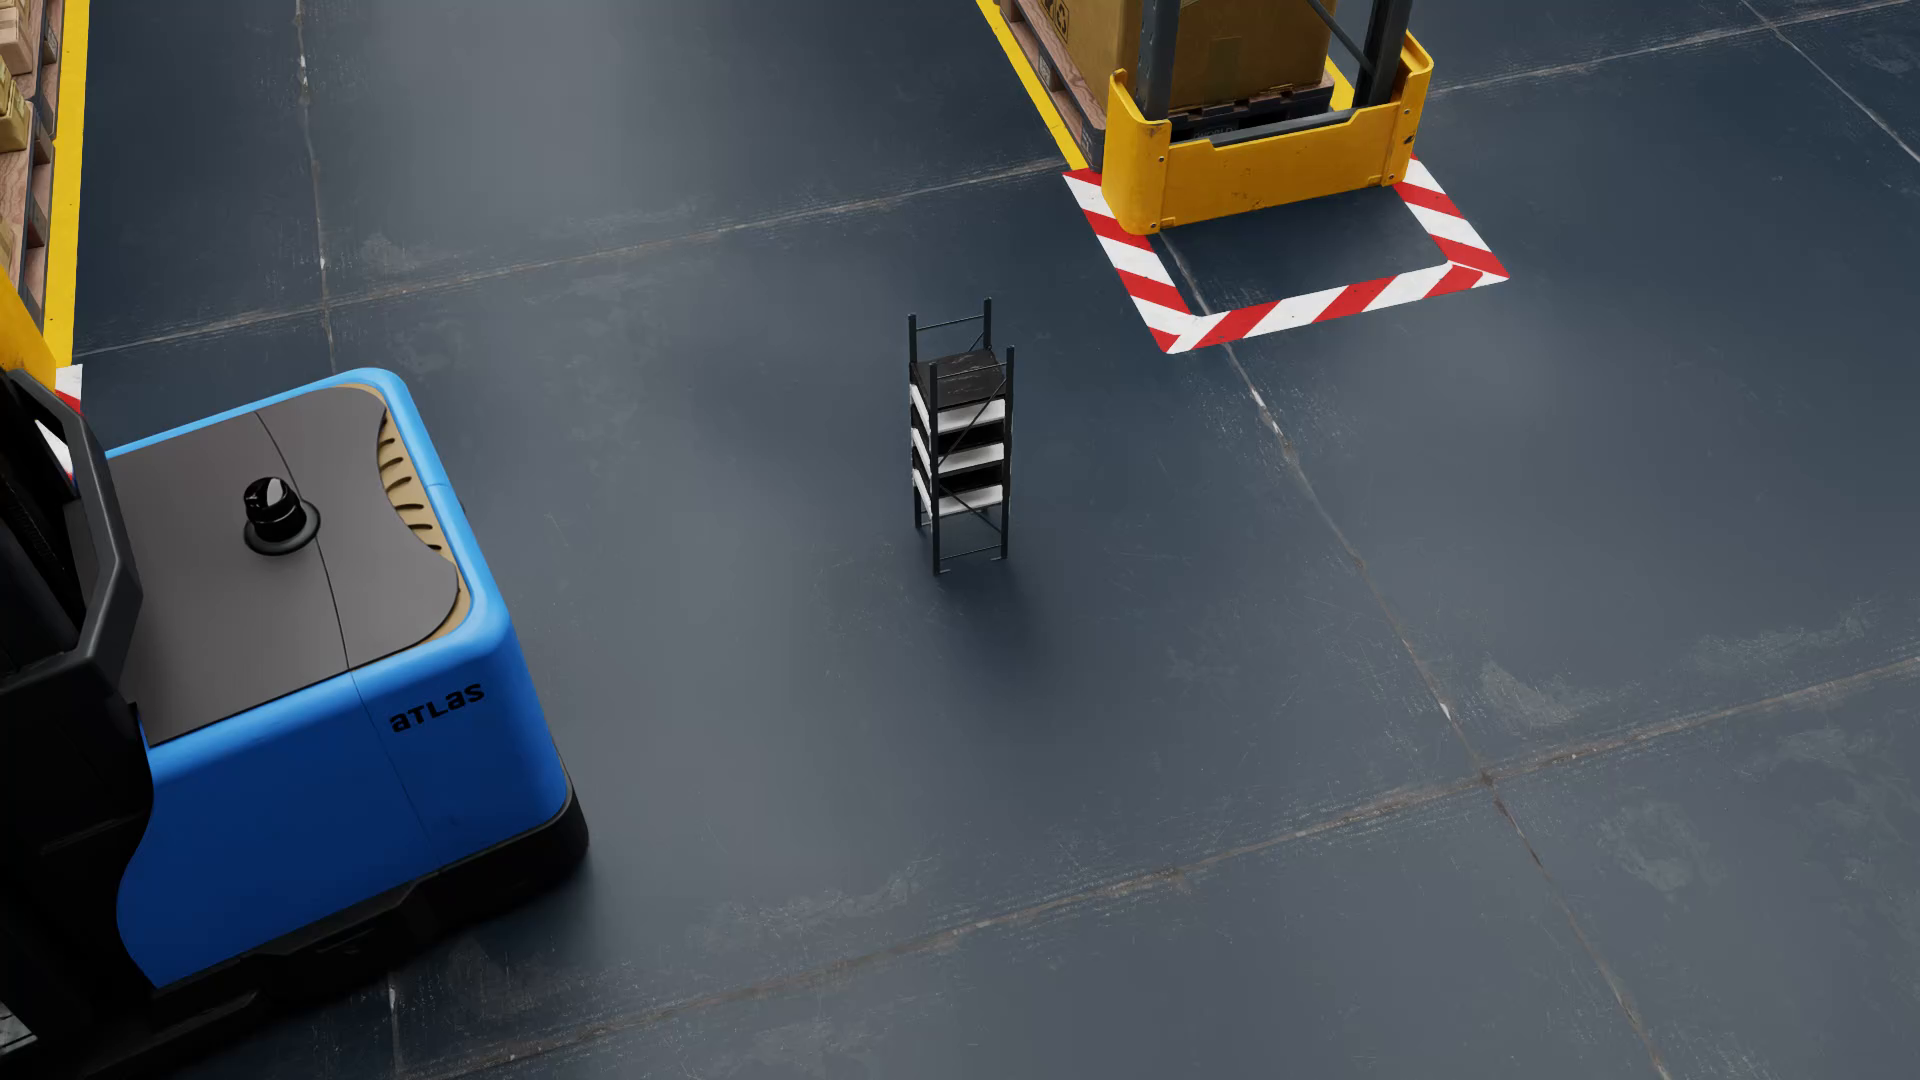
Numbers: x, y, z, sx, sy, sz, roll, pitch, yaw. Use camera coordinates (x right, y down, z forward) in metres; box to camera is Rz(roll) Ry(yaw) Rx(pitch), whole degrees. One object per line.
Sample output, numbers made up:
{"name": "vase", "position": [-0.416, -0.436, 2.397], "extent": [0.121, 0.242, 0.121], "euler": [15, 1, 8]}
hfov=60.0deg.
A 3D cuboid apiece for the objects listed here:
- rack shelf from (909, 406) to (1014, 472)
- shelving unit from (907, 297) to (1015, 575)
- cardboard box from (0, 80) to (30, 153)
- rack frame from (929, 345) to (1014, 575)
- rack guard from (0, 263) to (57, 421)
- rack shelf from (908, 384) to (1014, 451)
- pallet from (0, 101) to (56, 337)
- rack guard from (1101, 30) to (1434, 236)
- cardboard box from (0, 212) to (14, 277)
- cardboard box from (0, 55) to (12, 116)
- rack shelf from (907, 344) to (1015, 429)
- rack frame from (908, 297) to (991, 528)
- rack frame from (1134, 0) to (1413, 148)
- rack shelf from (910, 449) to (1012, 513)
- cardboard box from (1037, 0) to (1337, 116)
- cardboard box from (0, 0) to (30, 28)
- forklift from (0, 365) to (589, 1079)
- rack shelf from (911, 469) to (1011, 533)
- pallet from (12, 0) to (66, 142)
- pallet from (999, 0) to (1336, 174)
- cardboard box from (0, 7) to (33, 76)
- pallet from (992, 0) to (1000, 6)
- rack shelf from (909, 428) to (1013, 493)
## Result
{"name": "rack shelf", "position": [0.002, -0.321, 4.858], "extent": [0.258, 0.077, 0.200], "euler": [-13, 51, -11]}
{"name": "shelving unit", "position": [0.002, -0.284, 4.901], "extent": [0.258, 0.900, 0.210], "euler": [-13, 51, -11]}
{"name": "cardboard box", "position": [-3.697, -1.553, 6.187], "extent": [0.380, 0.149, 0.250], "euler": [-13, 51, -11]}
{"name": "rack frame", "position": [0.032, -0.210, 4.838], "extent": [0.240, 0.900, 0.006], "euler": [-13, 51, -11]}
{"name": "rack guard", "position": [-3.664, -0.567, 5.401], "extent": [1.175, 0.500, 0.348], "euler": [-13, 51, -11]}
{"name": "rack shelf", "position": [0.002, -0.379, 4.789], "extent": [0.258, 0.077, 0.200], "euler": [-13, 51, -11]}
{"name": "pallet", "position": [-3.870, -1.075, 6.019], "extent": [1.003, 0.211, 1.213], "euler": [-13, 51, -11]}
{"name": "rack guard", "position": [1.134, -1.542, 6.223], "extent": [1.175, 0.500, 0.348], "euler": [-13, 51, -11]}
{"name": "cardboard box", "position": [-3.490, -0.989, 5.712], "extent": [0.380, 0.149, 0.250], "euler": [-12, 51, -10]}
{"name": "cardboard box", "position": [-3.707, -1.654, 6.078], "extent": [0.380, 0.149, 0.250], "euler": [-12, 51, -10]}
{"name": "rack shelf", "position": [0.002, -0.437, 4.720], "extent": [0.258, 0.077, 0.200], "euler": [-13, 51, -11]}
{"name": "rack frame", "position": [-0.028, -0.358, 4.964], "extent": [0.240, 0.900, 0.006], "euler": [-13, 51, -11]}
{"name": "rack frame", "position": [1.127, -2.365, 5.282], "extent": [1.000, 3.000, 0.127], "euler": [-13, 51, -11]}
{"name": "rack shelf", "position": [0.002, -0.205, 4.995], "extent": [0.258, 0.077, 0.200], "euler": [-13, 51, -11]}
{"name": "cardboard box", "position": [0.861, -2.265, 6.312], "extent": [0.875, 0.875, 0.875], "euler": [-13, 51, -11]}
{"name": "cardboard box", "position": [-3.961, -2.116, 6.662], "extent": [0.380, 0.149, 0.250], "euler": [-13, 51, -11]}
{"name": "forklift", "position": [-2.545, 0.140, 3.215], "extent": [3.031, 2.935, 1.130], "euler": [-22, 53, -18]}
{"name": "rack shelf", "position": [0.002, -0.147, 5.064], "extent": [0.258, 0.077, 0.200], "euler": [-13, 51, -11]}
{"name": "pallet", "position": [-4.227, -1.965, 6.768], "extent": [1.003, 0.211, 1.213], "euler": [-13, 51, -11]}
{"name": "pallet", "position": [0.816, -2.032, 6.825], "extent": [1.003, 0.211, 1.213], "euler": [-13, 51, -11]}
{"name": "cardboard box", "position": [-3.854, -1.919, 6.496], "extent": [0.380, 0.149, 0.250], "euler": [-16, 52, -13]}
{"name": "pallet", "position": [0.458, -2.922, 7.575], "extent": [1.003, 0.211, 1.213], "euler": [-13, 51, -11]}
{"name": "rack shelf", "position": [0.002, -0.263, 4.926], "extent": [0.258, 0.077, 0.200], "euler": [-13, 51, -11]}
